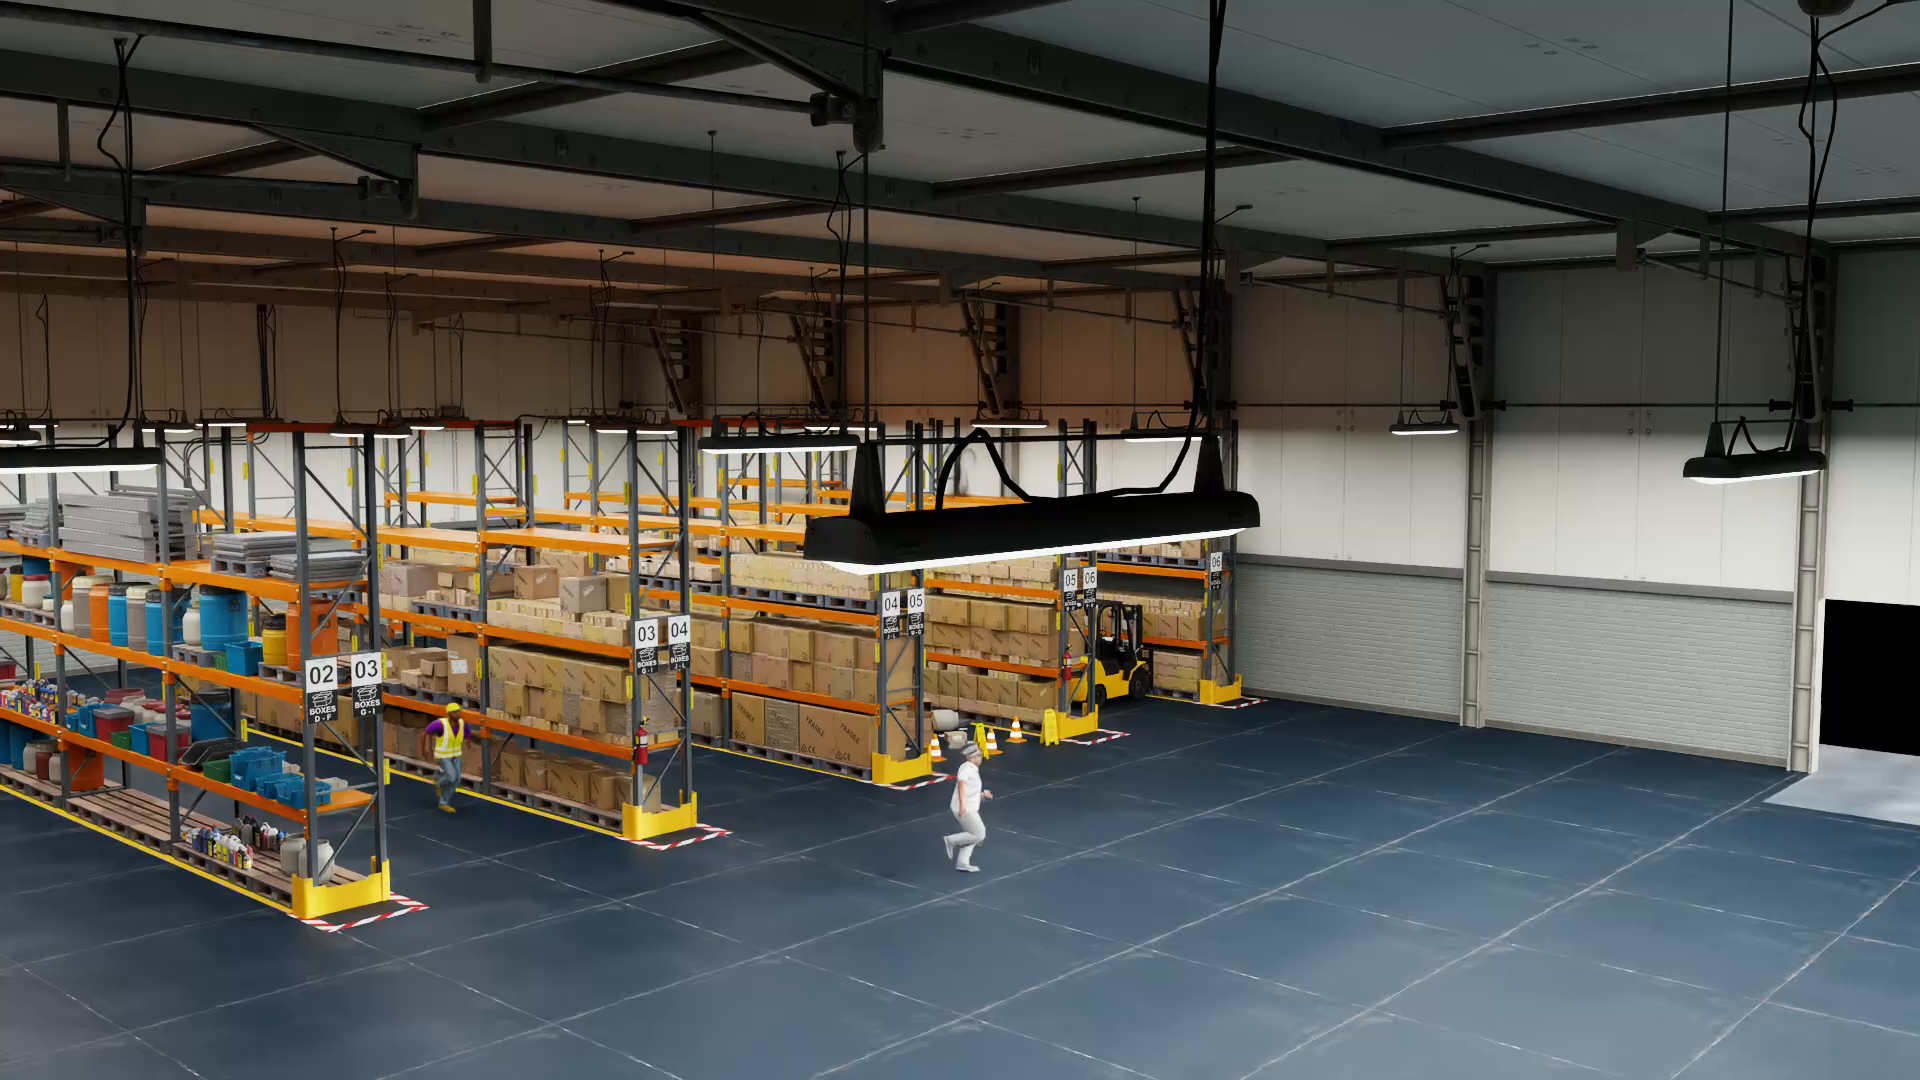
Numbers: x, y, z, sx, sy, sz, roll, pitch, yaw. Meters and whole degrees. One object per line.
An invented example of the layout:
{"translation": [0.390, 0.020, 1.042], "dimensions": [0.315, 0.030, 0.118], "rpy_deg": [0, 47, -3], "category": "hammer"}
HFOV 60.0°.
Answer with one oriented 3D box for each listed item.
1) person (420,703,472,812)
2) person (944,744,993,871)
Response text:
{"translation": [-7.905, 3.375, 25.793], "dimensions": [0.647, 1.708, 0.749], "rpy_deg": [4, 6, 42], "category": "person"}
{"translation": [0.118, 3.641, 22.564], "dimensions": [0.692, 1.737, 0.705], "rpy_deg": [-1, 5, -7], "category": "person"}
